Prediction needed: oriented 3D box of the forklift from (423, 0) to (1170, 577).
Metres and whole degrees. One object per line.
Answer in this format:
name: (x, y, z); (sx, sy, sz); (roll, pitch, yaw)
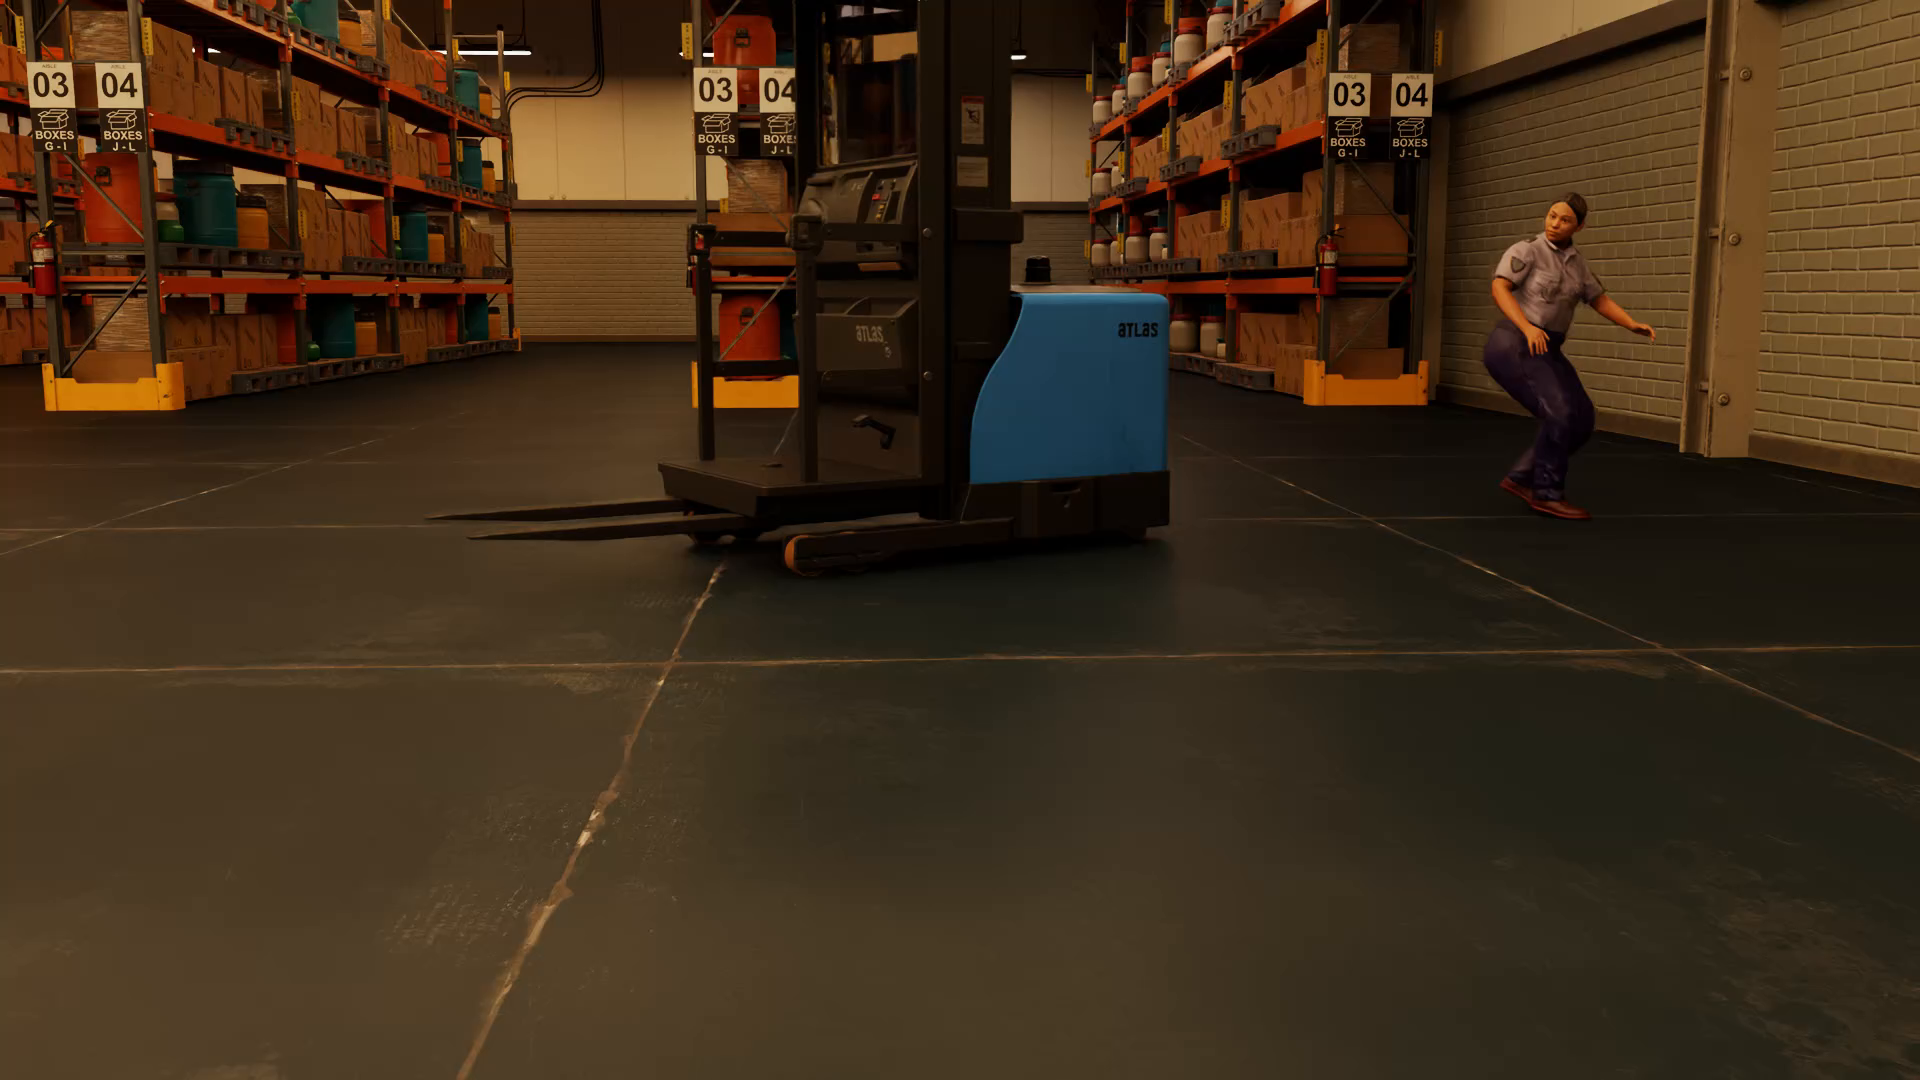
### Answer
forklift: (-0.606, -1.395, 6.728); (3.031, 2.935, 1.130); (-5, 10, -31)

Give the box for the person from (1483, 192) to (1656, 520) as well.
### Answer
person: (2.904, -0.884, 7.990); (0.760, 1.551, 0.705); (-8, 12, -43)
